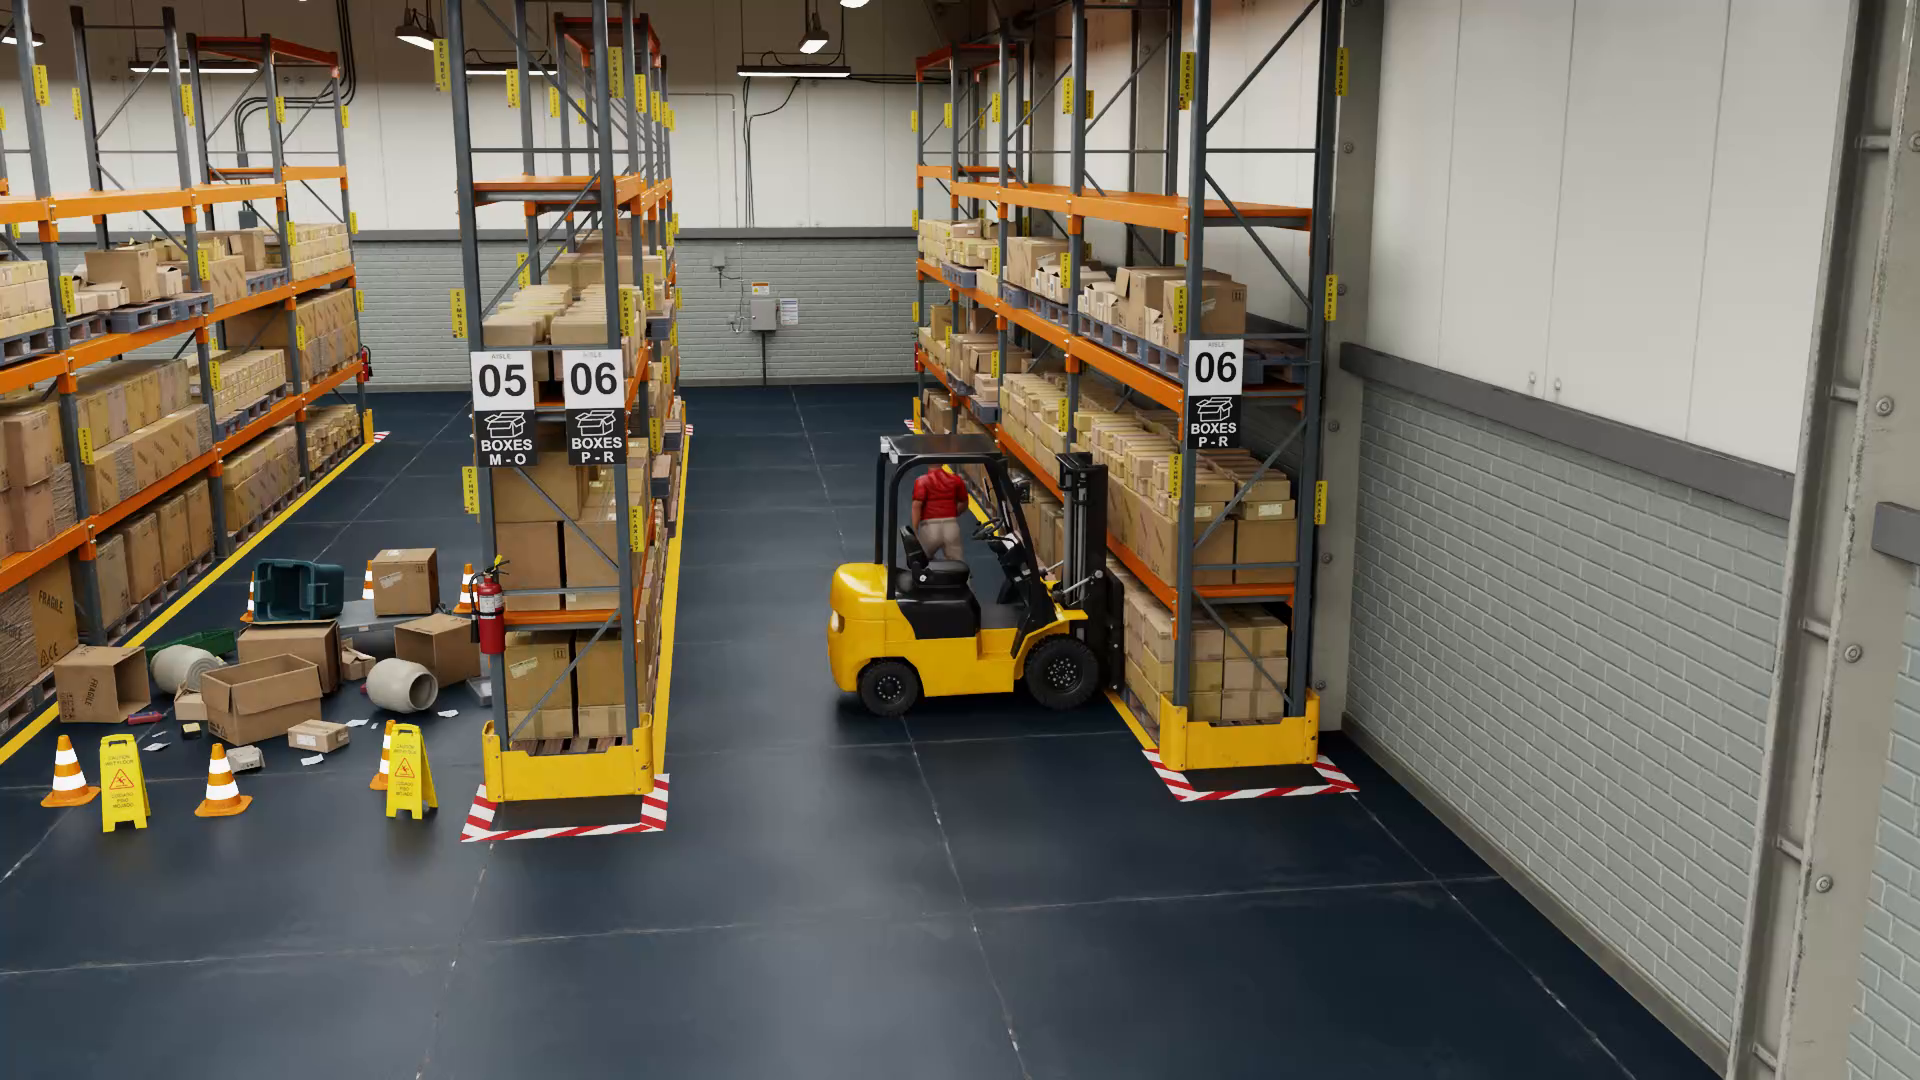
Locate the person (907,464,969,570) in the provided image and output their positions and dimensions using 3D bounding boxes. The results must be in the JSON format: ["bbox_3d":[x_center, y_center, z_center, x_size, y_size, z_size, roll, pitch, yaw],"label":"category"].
[{"bbox_3d":[-0.204,-0.042,16.252,0.680,1.660,0.861,-4,14,-16],"label":"person"}]
